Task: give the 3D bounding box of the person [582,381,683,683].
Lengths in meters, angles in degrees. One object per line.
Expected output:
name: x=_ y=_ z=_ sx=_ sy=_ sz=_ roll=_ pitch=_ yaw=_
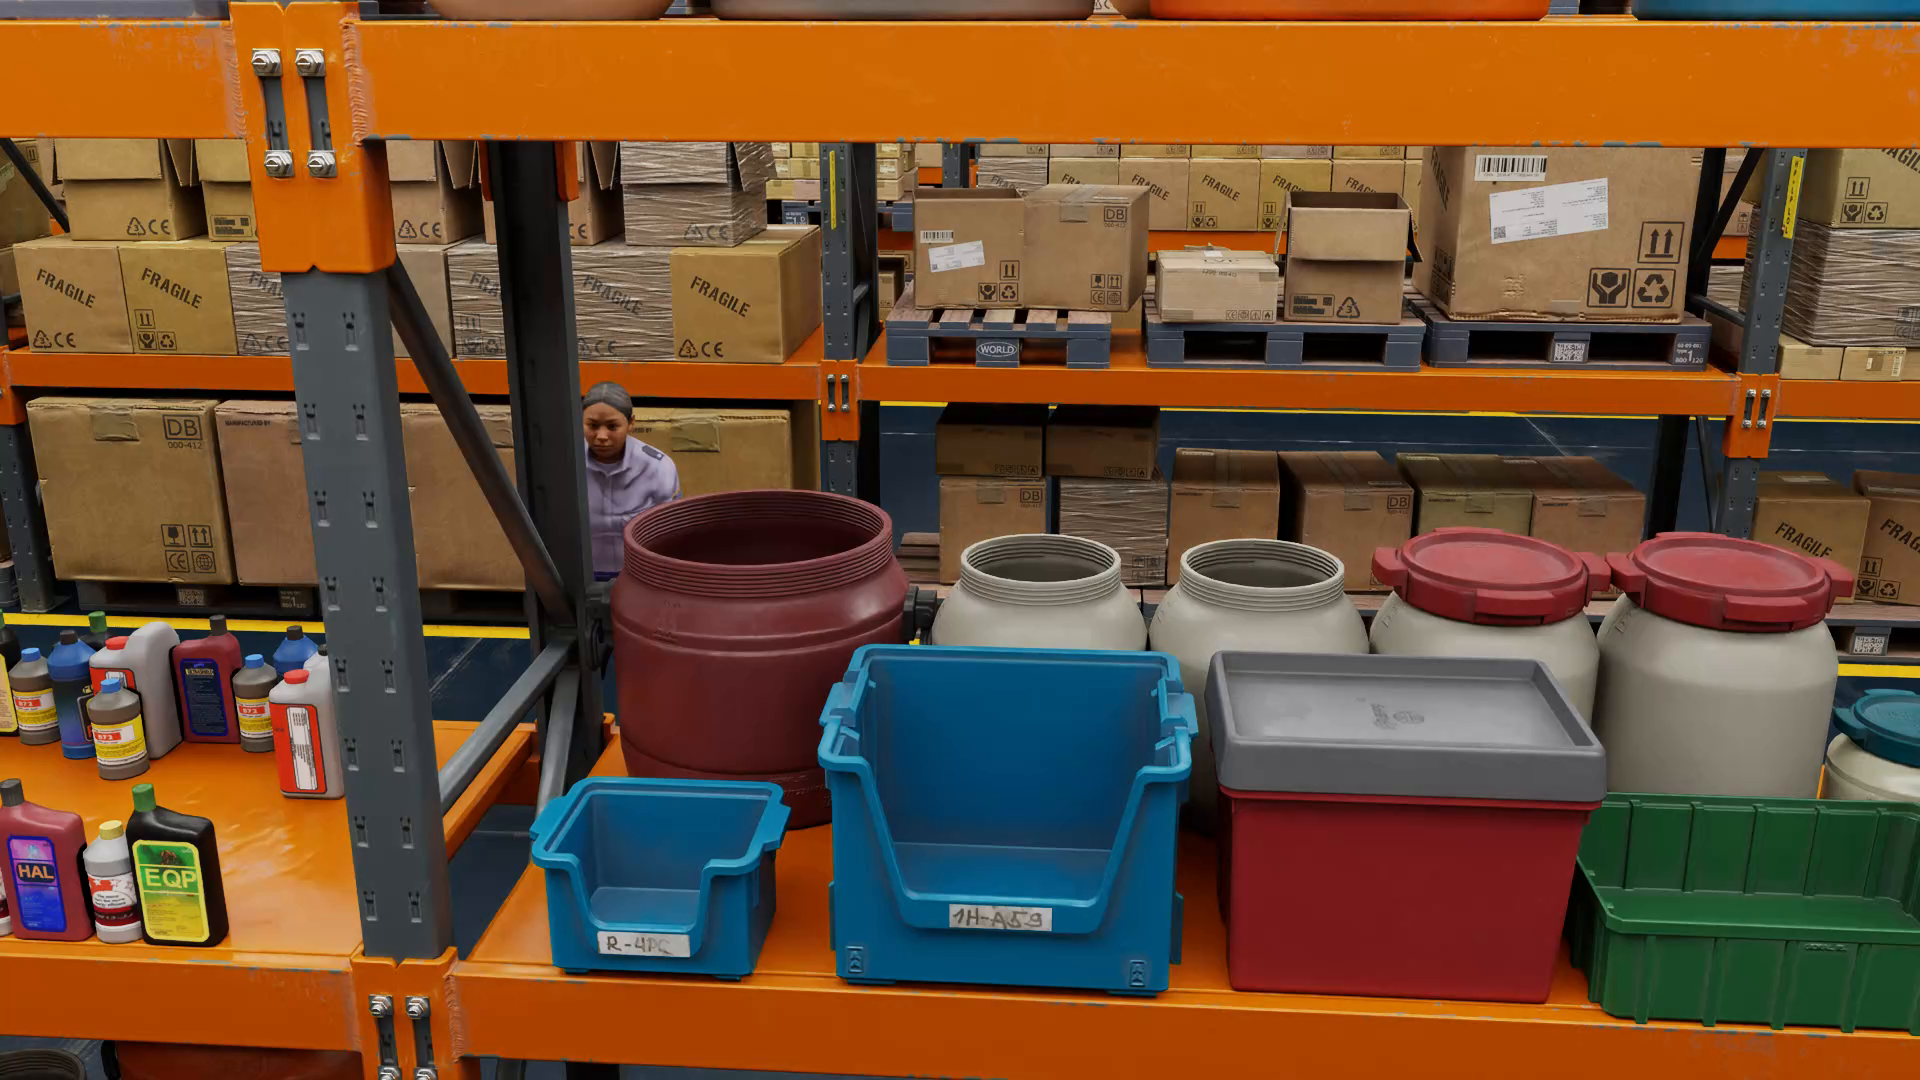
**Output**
person: x=-1.209 y=0.241 z=5.805 sx=0.561 sy=1.651 sz=0.377 roll=0 pitch=18 yaw=1
